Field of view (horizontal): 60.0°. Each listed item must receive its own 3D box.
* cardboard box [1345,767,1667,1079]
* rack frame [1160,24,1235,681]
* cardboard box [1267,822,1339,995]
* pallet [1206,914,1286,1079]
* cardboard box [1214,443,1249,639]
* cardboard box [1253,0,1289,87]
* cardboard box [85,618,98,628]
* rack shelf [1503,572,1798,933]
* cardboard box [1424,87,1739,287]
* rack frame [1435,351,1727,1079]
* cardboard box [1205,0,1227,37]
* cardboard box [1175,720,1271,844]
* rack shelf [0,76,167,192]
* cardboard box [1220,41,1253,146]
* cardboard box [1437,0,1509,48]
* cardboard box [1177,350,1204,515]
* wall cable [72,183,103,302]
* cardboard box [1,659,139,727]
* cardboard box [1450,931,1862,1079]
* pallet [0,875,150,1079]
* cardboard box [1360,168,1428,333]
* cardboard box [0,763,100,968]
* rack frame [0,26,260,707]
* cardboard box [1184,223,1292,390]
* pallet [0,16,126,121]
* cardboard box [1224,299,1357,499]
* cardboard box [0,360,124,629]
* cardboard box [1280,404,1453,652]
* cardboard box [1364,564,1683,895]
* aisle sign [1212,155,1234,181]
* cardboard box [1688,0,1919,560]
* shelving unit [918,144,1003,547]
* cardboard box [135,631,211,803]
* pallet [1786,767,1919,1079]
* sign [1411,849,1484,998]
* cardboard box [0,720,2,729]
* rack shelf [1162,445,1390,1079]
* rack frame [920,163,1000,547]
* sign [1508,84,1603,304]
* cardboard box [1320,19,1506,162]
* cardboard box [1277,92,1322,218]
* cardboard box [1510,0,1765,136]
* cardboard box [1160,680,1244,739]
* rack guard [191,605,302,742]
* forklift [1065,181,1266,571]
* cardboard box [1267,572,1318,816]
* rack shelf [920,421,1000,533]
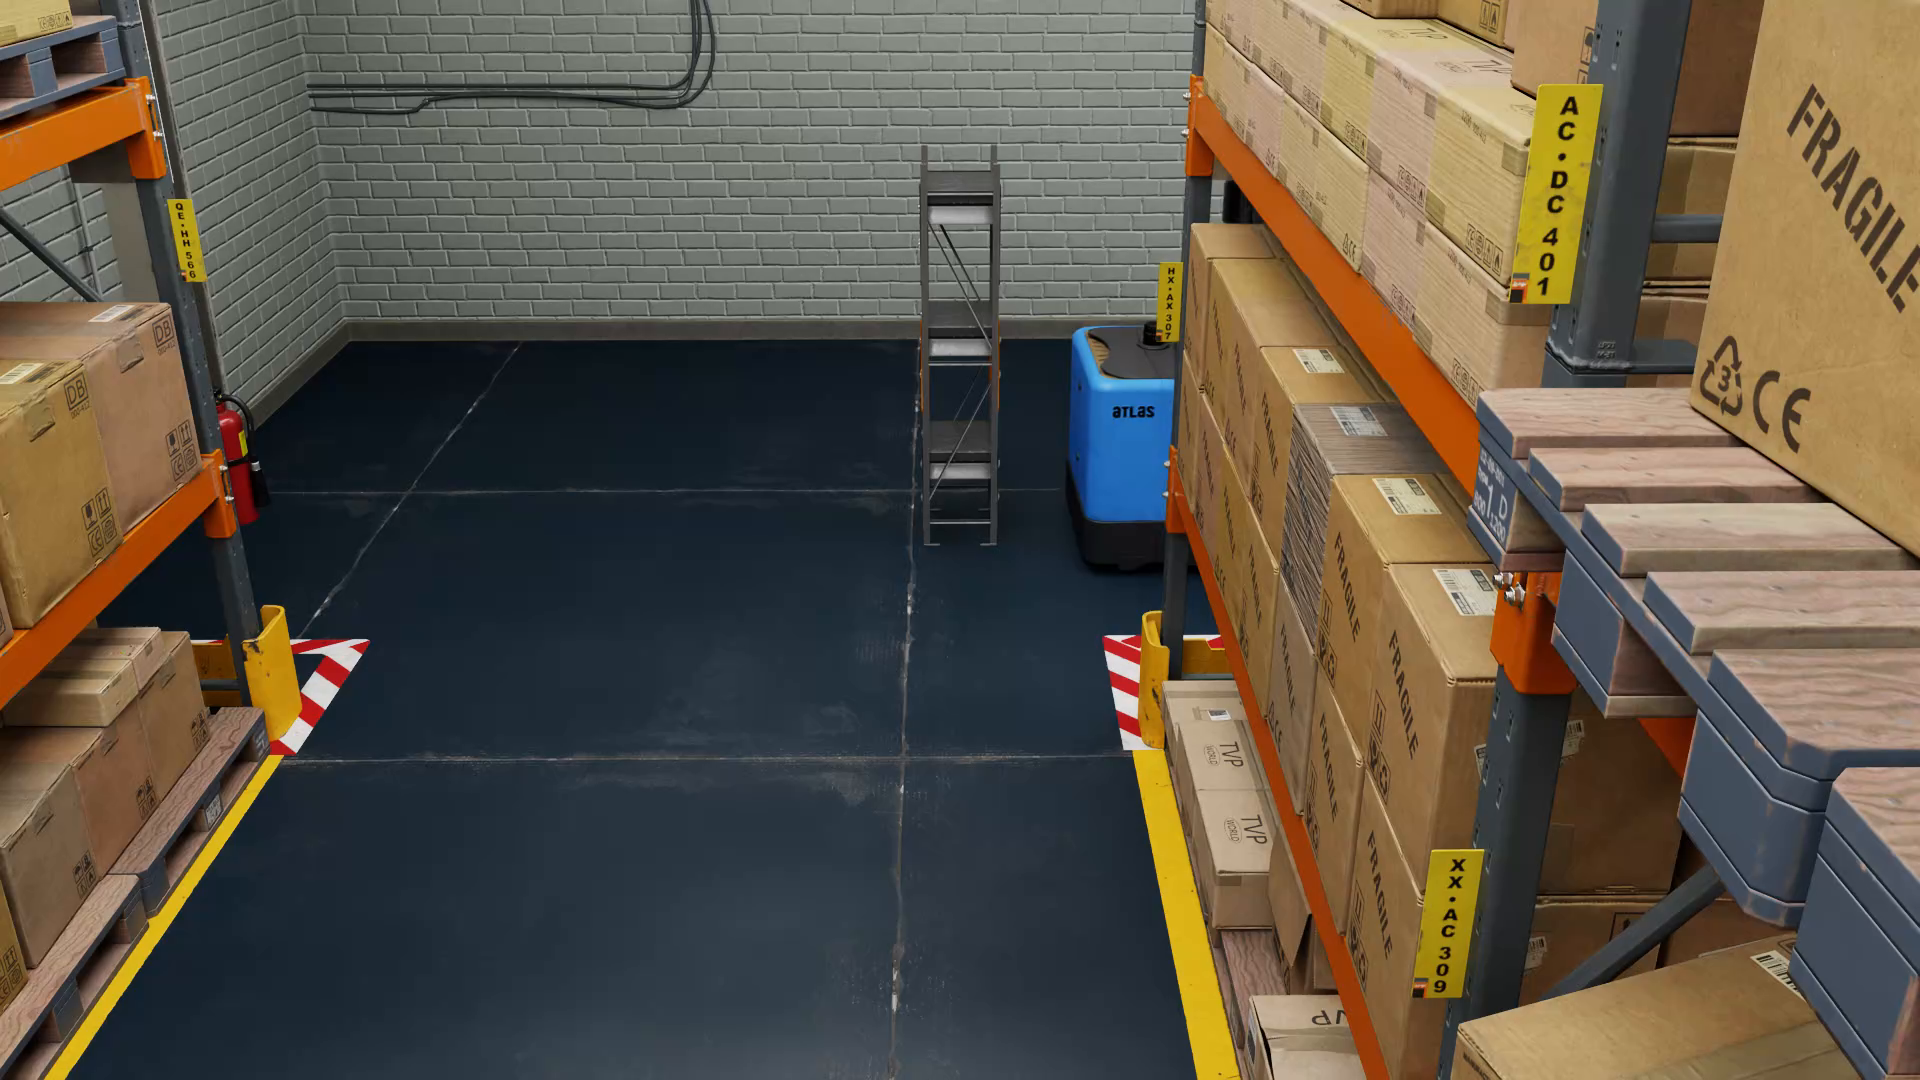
[{"bbox_3d":[1.167,0.837,3.638,0.500,0.500,0.500,0,24,0],"label":"cardboard box"},{"bbox_3d":[1.385,-0.561,6.850,1.000,3.000,0.127,0,24,-1],"label":"rack frame"},{"bbox_3d":[1.403,1.250,5.341,0.797,0.503,0.637,0,24,-1],"label":"cardboard box"},{"bbox_3d":[1.406,1.571,5.521,1.003,0.211,1.213,0,24,-1],"label":"pallet"},{"bbox_3d":[1.140,-0.003,5.495,0.500,0.500,0.500,0,24,-1],"label":"cardboard box"},{"bbox_3d":[1.141,-1.462,4.778,0.500,0.250,0.500,0,24,-1],"label":"cardboard box"},{"bbox_3d":[-3.662,0.352,6.568,0.380,0.149,0.250,0,24,0],"label":"cardboard box"},{"bbox_3d":[1.451,0.873,0.914,1.077,0.370,4.000,0,24,-1],"label":"rack shelf"},{"bbox_3d":[1.152,-0.638,2.956,0.500,0.250,0.500,0,24,-1],"label":"cardboard box"},{"bbox_3d":[1.429,1.087,3.206,1.000,3.000,0.127,0,24,-1],"label":"rack frame"},{"bbox_3d":[1.130,-1.874,5.689,0.500,0.250,0.500,0,24,-1],"label":"cardboard box"},{"bbox_3d":[1.113,0.923,6.372,0.500,0.250,0.500,0,24,-1],"label":"cardboard box"},{"bbox_3d":[-3.546,-0.752,4.506,1.077,0.370,4.000,0,24,-1],"label":"rack shelf"},{"bbox_3d":[1.129,-1.440,5.337,0.500,0.250,0.500,0,24,-1],"label":"cardboard box"},{"bbox_3d":[1.510,-1.393,3.716,0.700,0.500,0.500,0,24,-1],"label":"cardboard box"},{"bbox_3d":[1.126,-0.422,6.423,0.500,0.500,0.500,0,24,1],"label":"cardboard box"},{"bbox_3d":[-4.528,-1.523,7.745,0.084,1.984,1.851,0,24,-1],"label":"wall cable"},{"bbox_3d":[-3.273,0.560,6.108,0.380,0.149,0.250,0,24,1],"label":"cardboard box"},{"bbox_3d":[1.210,1.047,2.665,0.700,0.500,0.500,-9,26,-18],"label":"cardboard box"},{"bbox_3d":[-3.471,1.564,5.536,1.003,0.211,1.213,0,24,-1],"label":"pallet"},{"bbox_3d":[1.163,-0.616,3.515,0.500,0.250,0.500,0,24,-1],"label":"cardboard box"},{"bbox_3d":[-3.449,1.112,5.675,0.700,0.500,0.500,-1,24,-2],"label":"cardboard box"},{"bbox_3d":[-3.568,-0.537,6.798,1.000,3.000,0.127,0,24,-1],"label":"rack frame"},{"bbox_3d":[1.126,-0.878,6.217,0.500,0.500,0.500,0,24,1],"label":"cardboard box"},{"bbox_3d":[-3.550,-1.558,5.522,1.003,0.211,1.213,0,24,-1],"label":"pallet"},{"bbox_3d":[1.140,-0.456,5.285,0.500,0.500,0.500,0,24,0],"label":"cardboard box"},{"bbox_3d":[-3.534,-0.164,5.608,0.980,0.700,0.700,0,24,-1],"label":"cardboard box"},{"bbox_3d":[1.151,-0.040,4.363,0.500,0.500,0.500,0,24,0],"label":"cardboard box"},{"bbox_3d":[1.164,0.379,3.437,0.500,0.500,0.500,0,24,0],"label":"cardboard box"},{"bbox_3d":[1.091,-1.772,6.374,0.394,0.787,0.004,0,24,-1],"label":"aisle sign"},{"bbox_3d":[1.361,-0.354,2.000,0.600,0.600,0.600,-3,24,-6],"label":"cardboard box"},{"bbox_3d":[-0.002,-1.025,8.968,0.431,2.100,0.503,0,24,-1],"label":"shelving unit"},{"bbox_3d":[-3.461,0.698,6.589,0.700,0.500,0.500,0,24,-1],"label":"cardboard box"},{"bbox_3d":[1.380,0.503,1.087,1.213,0.211,1.003,0,24,-1],"label":"pallet"},{"bbox_3d":[0.886,0.698,3.015,0.100,0.325,0.005,0,24,-1],"label":"sign"},{"bbox_3d":[-3.653,0.664,5.878,0.380,0.149,0.250,0,24,0],"label":"cardboard box"},{"bbox_3d":[1.407,0.591,5.176,1.077,0.370,4.000,0,24,-1],"label":"rack shelf"},{"bbox_3d":[0.001,-0.924,8.746,0.400,2.100,0.015,0,24,-1],"label":"rack frame"},{"bbox_3d":[0.886,-0.509,2.469,0.100,0.325,0.005,0,24,-1],"label":"sign"},{"bbox_3d":[1.147,-1.050,3.867,0.500,0.250,0.500,0,24,-1],"label":"cardboard box"},{"bbox_3d":[1.148,-1.028,4.426,0.500,0.250,0.500,0,24,-1],"label":"cardboard box"},{"bbox_3d":[1.385,-0.981,2.804,0.700,0.500,0.500,0,24,-1],"label":"cardboard box"},{"bbox_3d":[1.046,0.712,6.962,0.380,0.149,0.250,0,24,-1],"label":"cardboard box"},{"bbox_3d":[-3.568,0.592,7.335,1.175,0.500,0.348,0,24,-1],"label":"rack guard"},{"bbox_3d":[2.144,-1.383,8.752,3.031,2.935,1.130,-1,24,-2],"label":"forklift"},{"bbox_3d":[1.152,0.413,4.576,0.500,0.500,0.500,0,24,1],"label":"cardboard box"},{"bbox_3d":[-0.002,-0.375,9.262,0.431,0.518,0.480,0,24,-1],"label":"rack shelf"}]
